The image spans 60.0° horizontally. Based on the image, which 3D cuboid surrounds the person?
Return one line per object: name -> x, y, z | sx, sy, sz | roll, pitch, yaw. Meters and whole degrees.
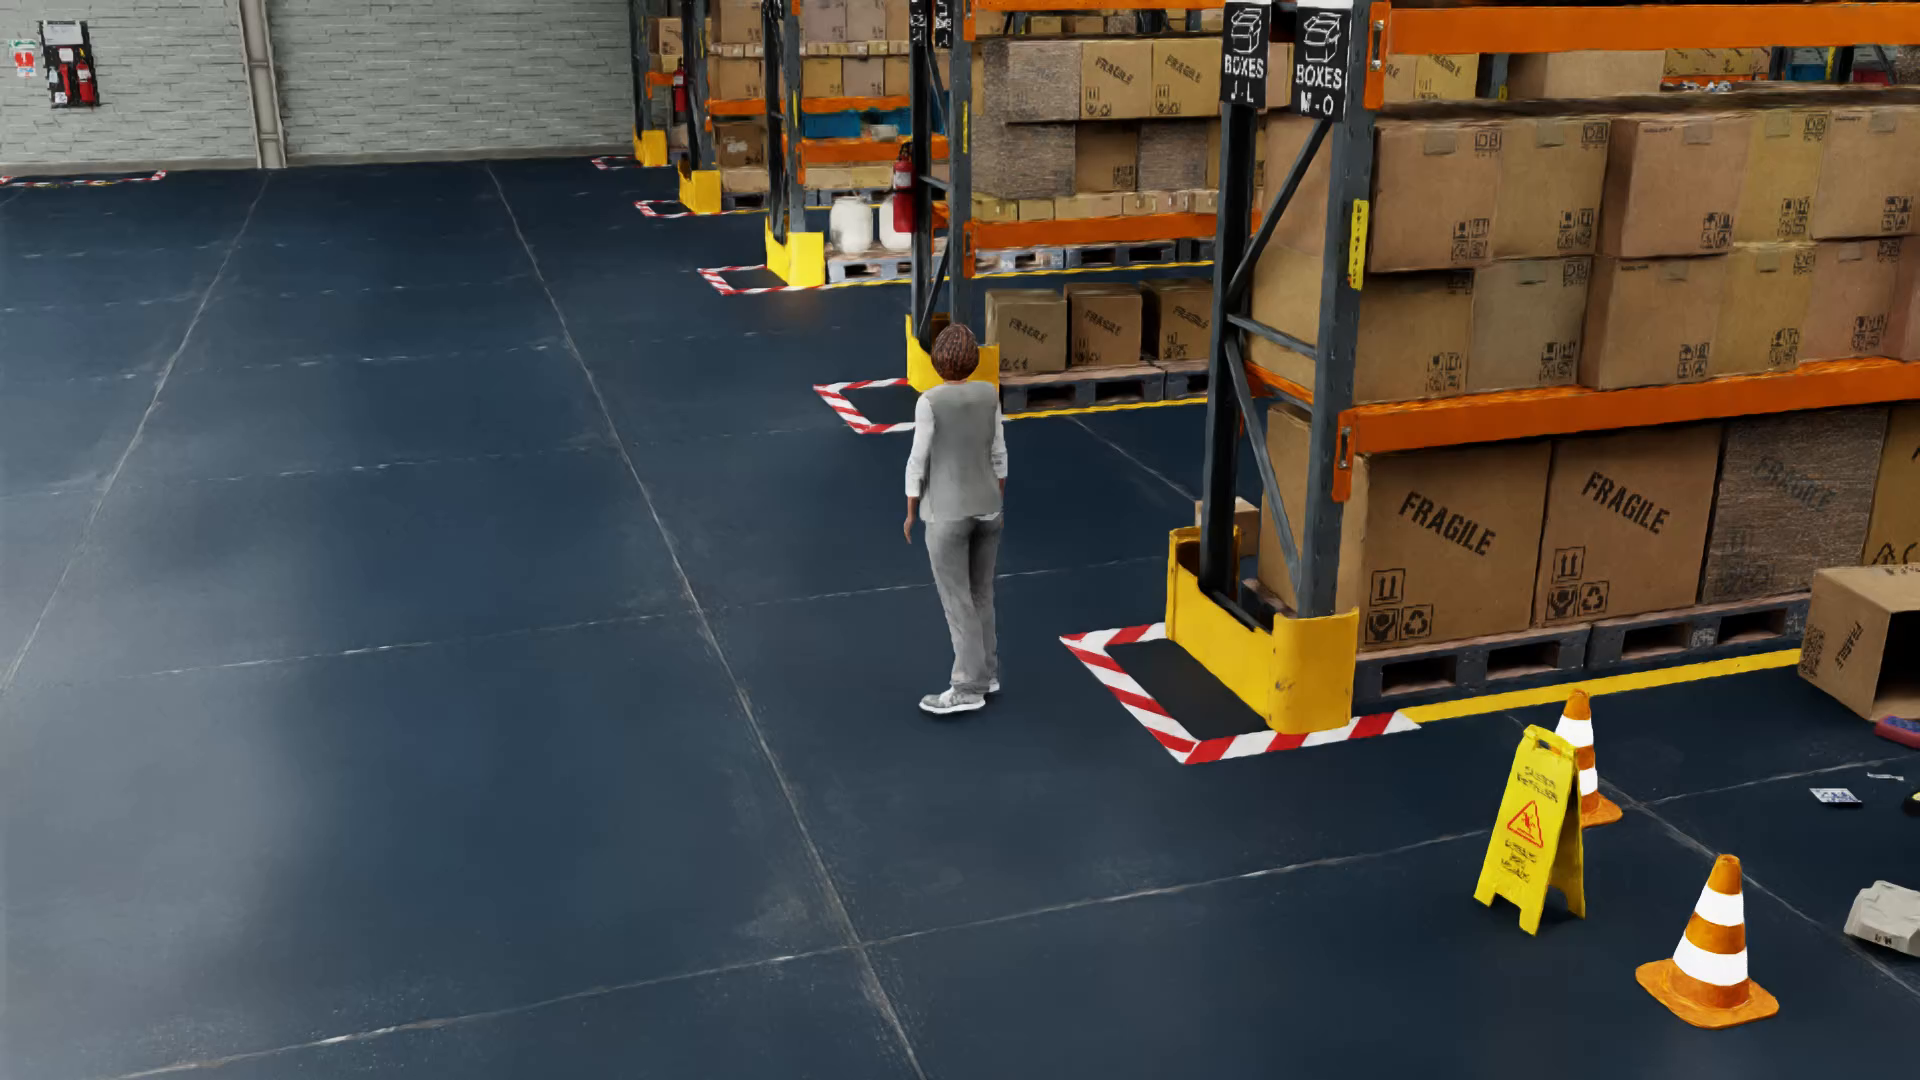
person -> 0.003, -0.059, 6.784 | 0.434, 1.627, 0.384 | -12, 23, -31
